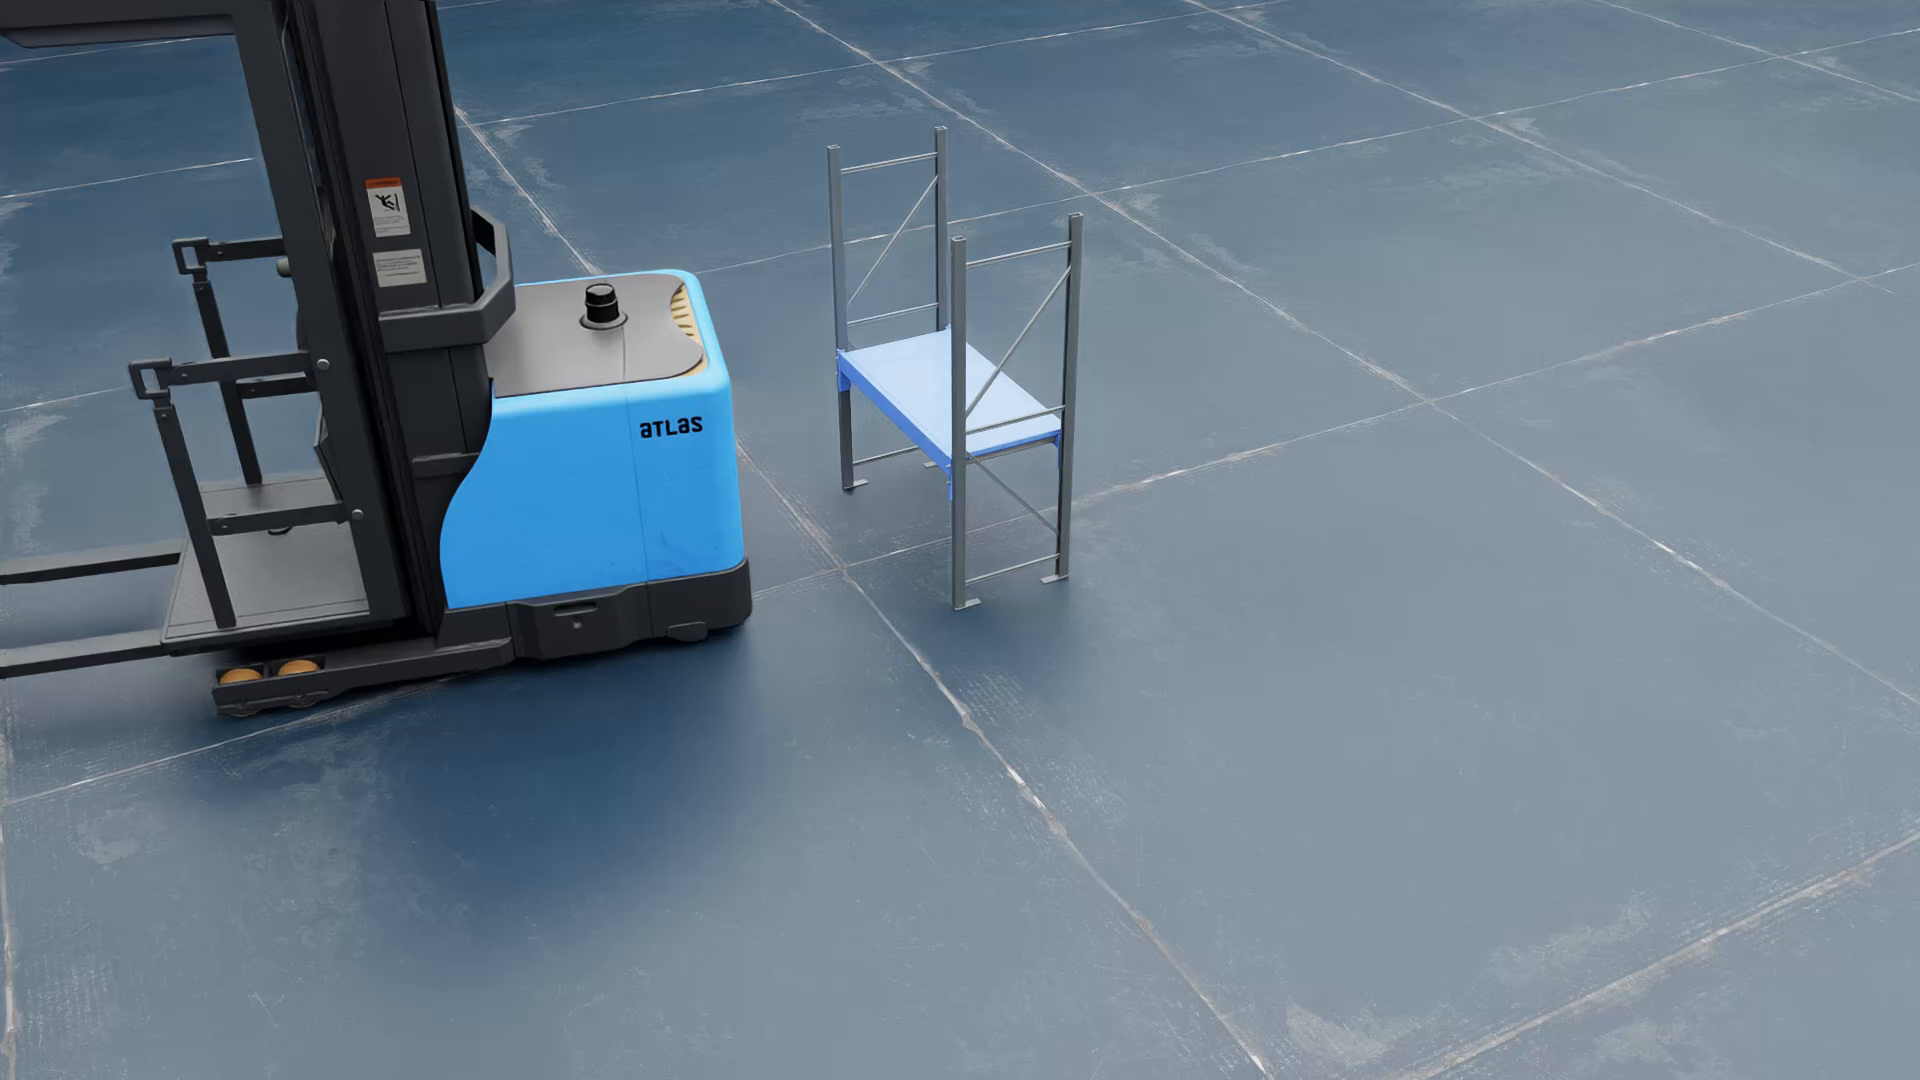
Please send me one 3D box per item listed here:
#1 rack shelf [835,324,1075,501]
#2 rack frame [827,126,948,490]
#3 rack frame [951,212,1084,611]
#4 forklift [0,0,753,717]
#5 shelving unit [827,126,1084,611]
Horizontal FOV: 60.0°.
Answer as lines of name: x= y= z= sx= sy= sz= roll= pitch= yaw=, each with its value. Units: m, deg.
rack shelf: x=-0.040 y=-0.521 z=6.506 sx=0.538 sy=0.185 sz=1.000 roll=-16 pitch=36 yaw=-23
rack frame: x=-0.277 y=-0.915 z=6.788 sx=0.500 sy=1.500 sz=0.032 roll=-16 pitch=36 yaw=-23
rack frame: x=0.197 y=-0.430 z=6.030 sx=0.500 sy=1.500 sz=0.032 roll=-16 pitch=36 yaw=-23
forklift: x=-2.350 y=-0.936 z=5.493 sx=3.031 sy=2.935 sz=1.130 roll=-8 pitch=34 yaw=-12
shelving unit: x=-0.040 y=-0.672 z=6.409 sx=0.538 sy=1.500 sz=1.048 roll=-16 pitch=36 yaw=-23
